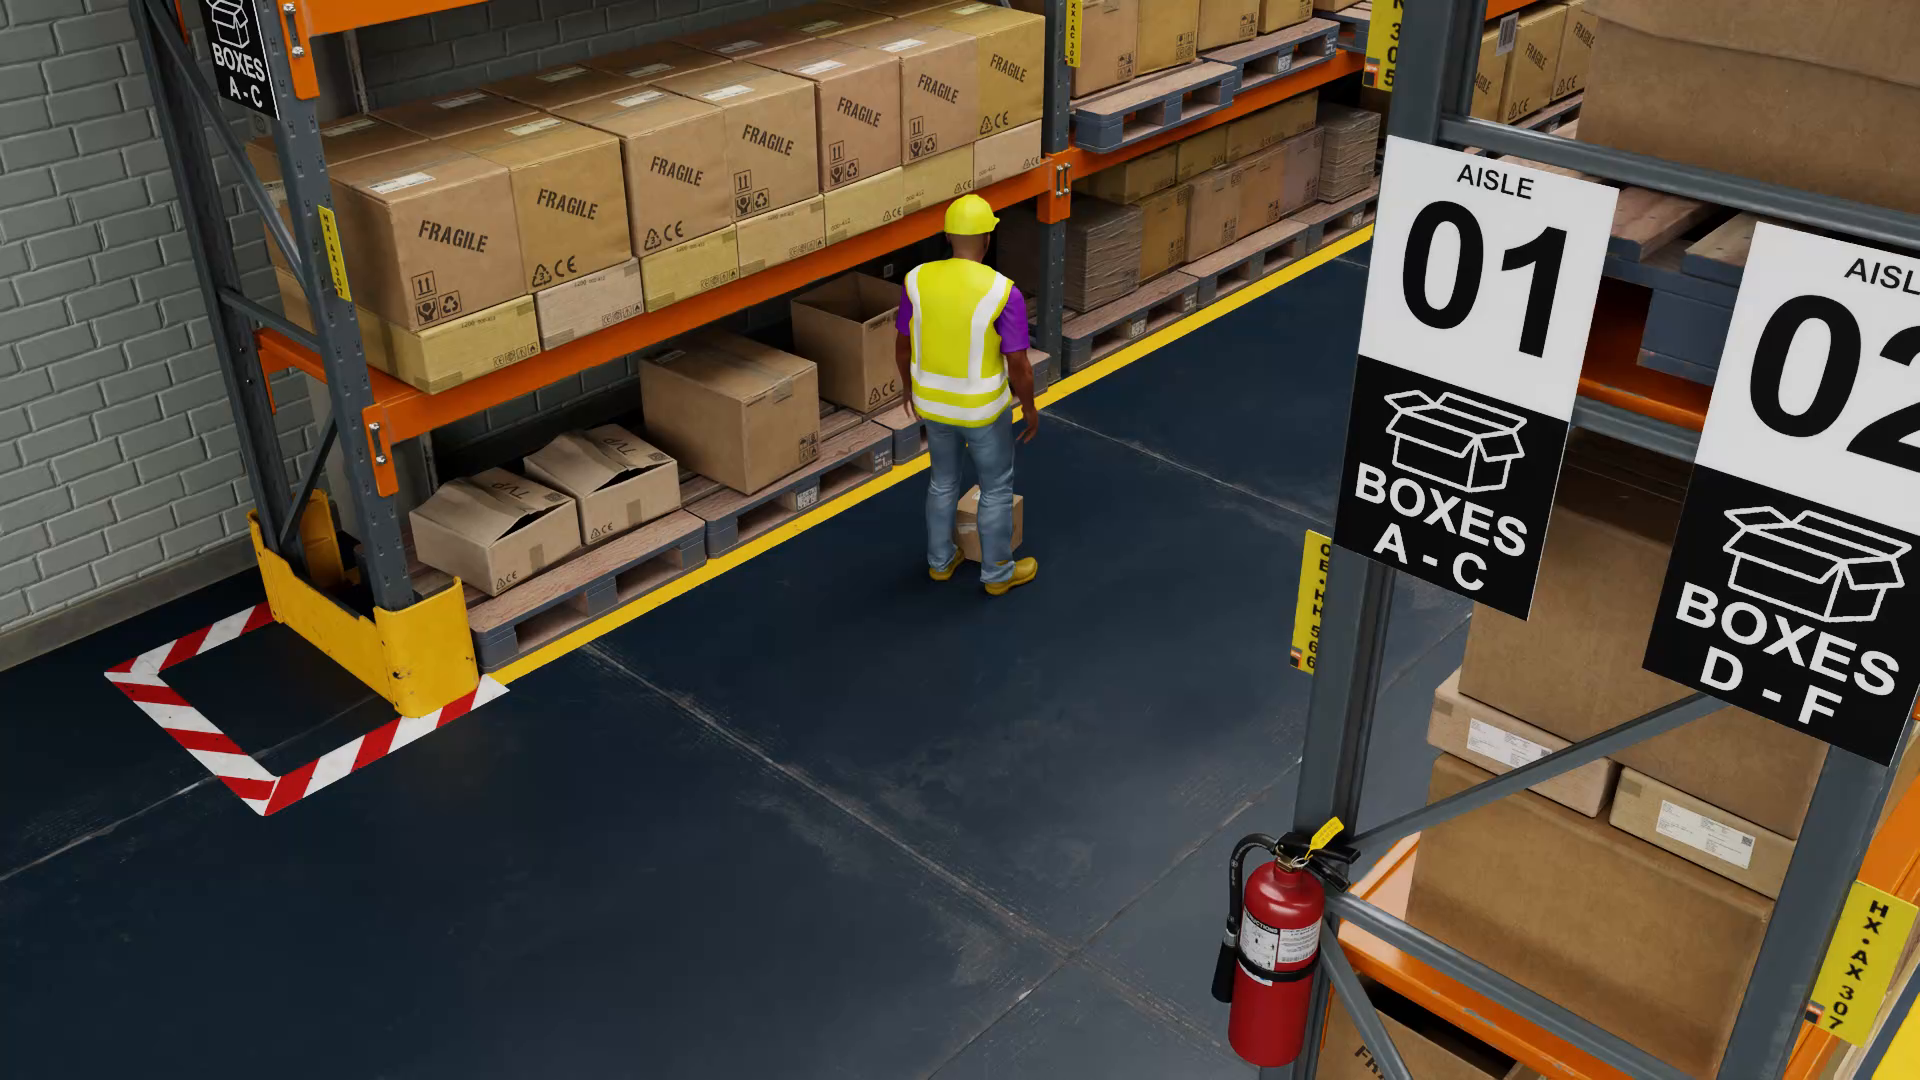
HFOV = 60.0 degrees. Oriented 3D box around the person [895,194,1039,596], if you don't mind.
[{"bbox_3d":[0.032,-0.603,7.117,0.636,1.757,0.454,14,34,22],"label":"person"}]
